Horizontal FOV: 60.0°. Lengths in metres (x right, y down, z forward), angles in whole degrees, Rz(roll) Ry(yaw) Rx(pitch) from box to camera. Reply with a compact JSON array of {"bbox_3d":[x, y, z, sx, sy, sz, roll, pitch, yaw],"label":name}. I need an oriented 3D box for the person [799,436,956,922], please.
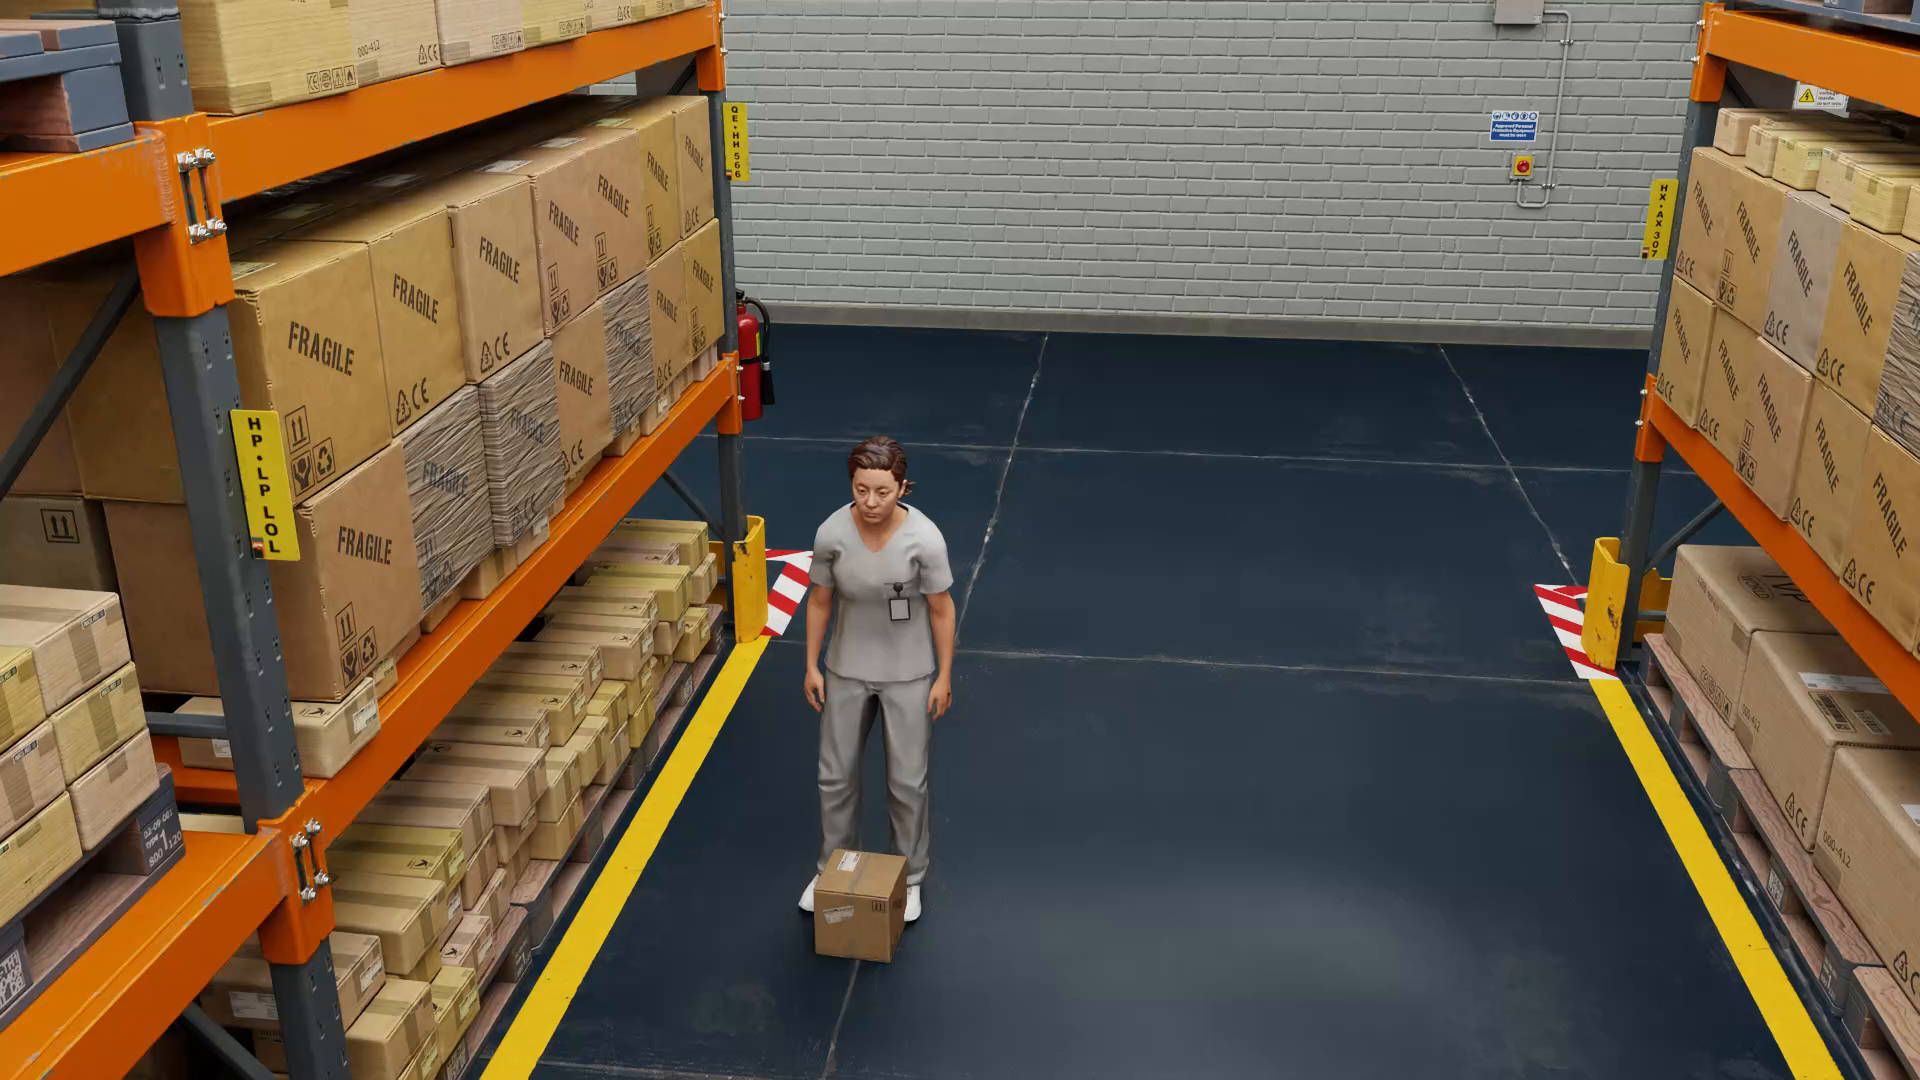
[{"bbox_3d":[-0.273,0.449,5.432,0.514,1.672,0.355,4,22,9],"label":"person"}]
